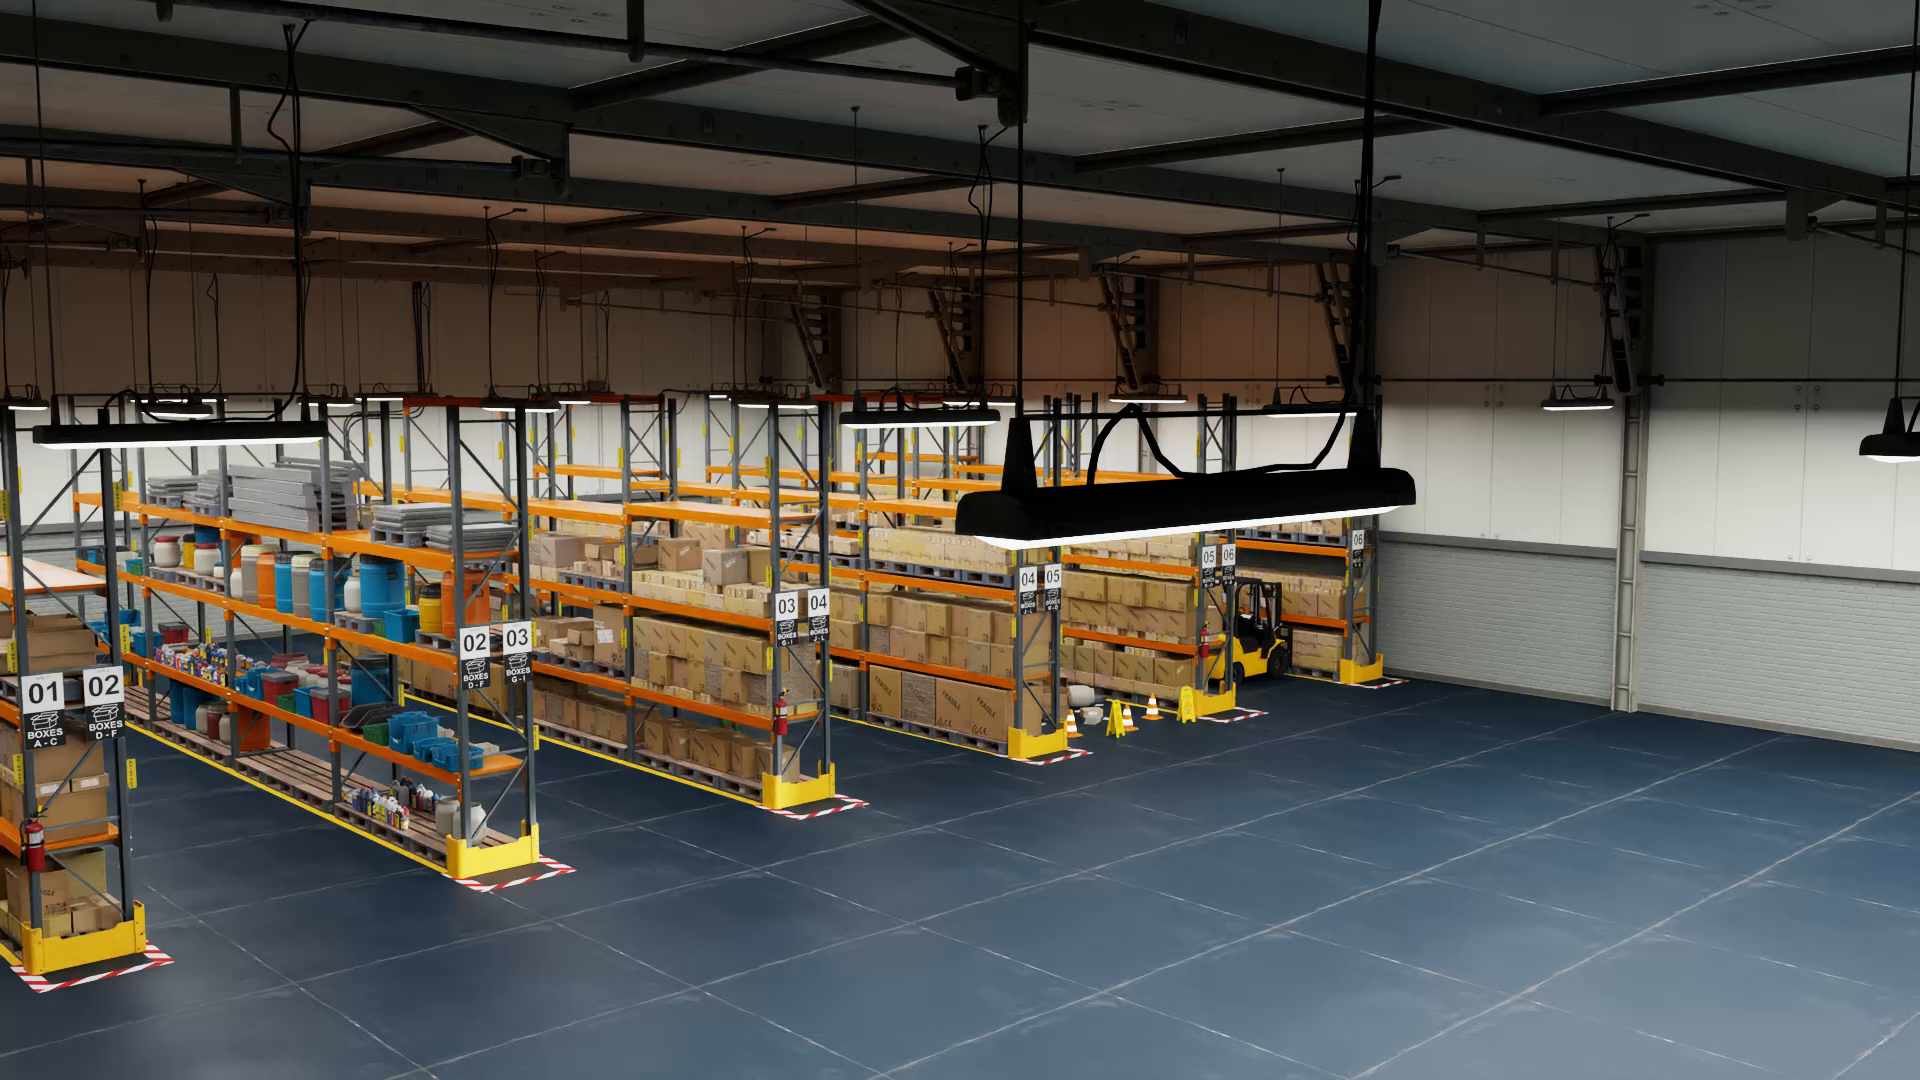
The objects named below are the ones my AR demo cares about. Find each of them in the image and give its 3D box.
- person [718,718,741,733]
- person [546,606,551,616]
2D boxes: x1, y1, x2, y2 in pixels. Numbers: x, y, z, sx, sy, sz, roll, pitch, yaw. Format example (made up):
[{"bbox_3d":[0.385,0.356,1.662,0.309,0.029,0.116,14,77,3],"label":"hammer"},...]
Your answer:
[{"bbox_3d":[-4.016,2.661,28.652,0.650,1.775,0.441,-2,6,-19],"label":"person"},{"bbox_3d":[-8.402,2.194,34.305,0.532,1.663,0.498,-1,6,-8],"label":"person"}]
